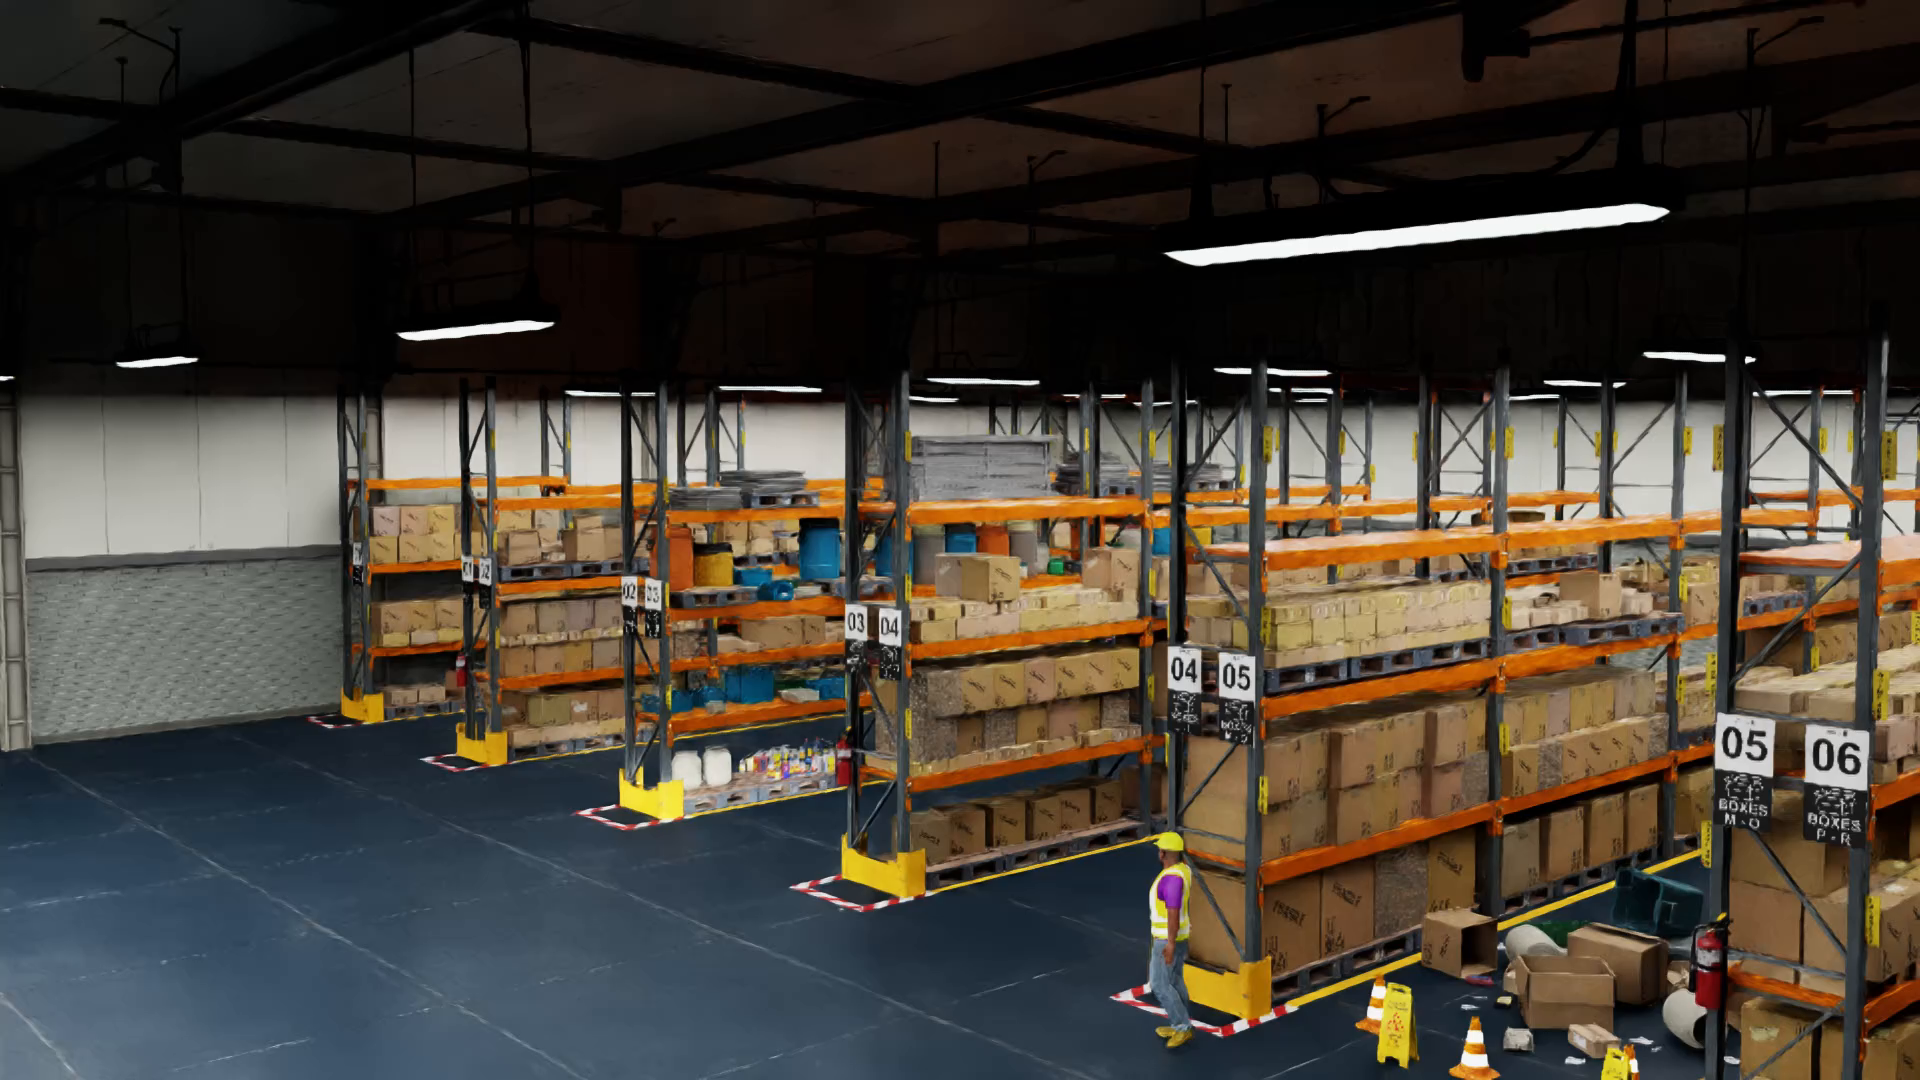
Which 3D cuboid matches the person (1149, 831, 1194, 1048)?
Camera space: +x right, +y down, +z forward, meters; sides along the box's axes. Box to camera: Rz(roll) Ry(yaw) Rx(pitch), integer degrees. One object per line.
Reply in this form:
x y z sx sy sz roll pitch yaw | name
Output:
1.804 3.350 14.064 0.398 1.760 0.630 1 4 15 | person
